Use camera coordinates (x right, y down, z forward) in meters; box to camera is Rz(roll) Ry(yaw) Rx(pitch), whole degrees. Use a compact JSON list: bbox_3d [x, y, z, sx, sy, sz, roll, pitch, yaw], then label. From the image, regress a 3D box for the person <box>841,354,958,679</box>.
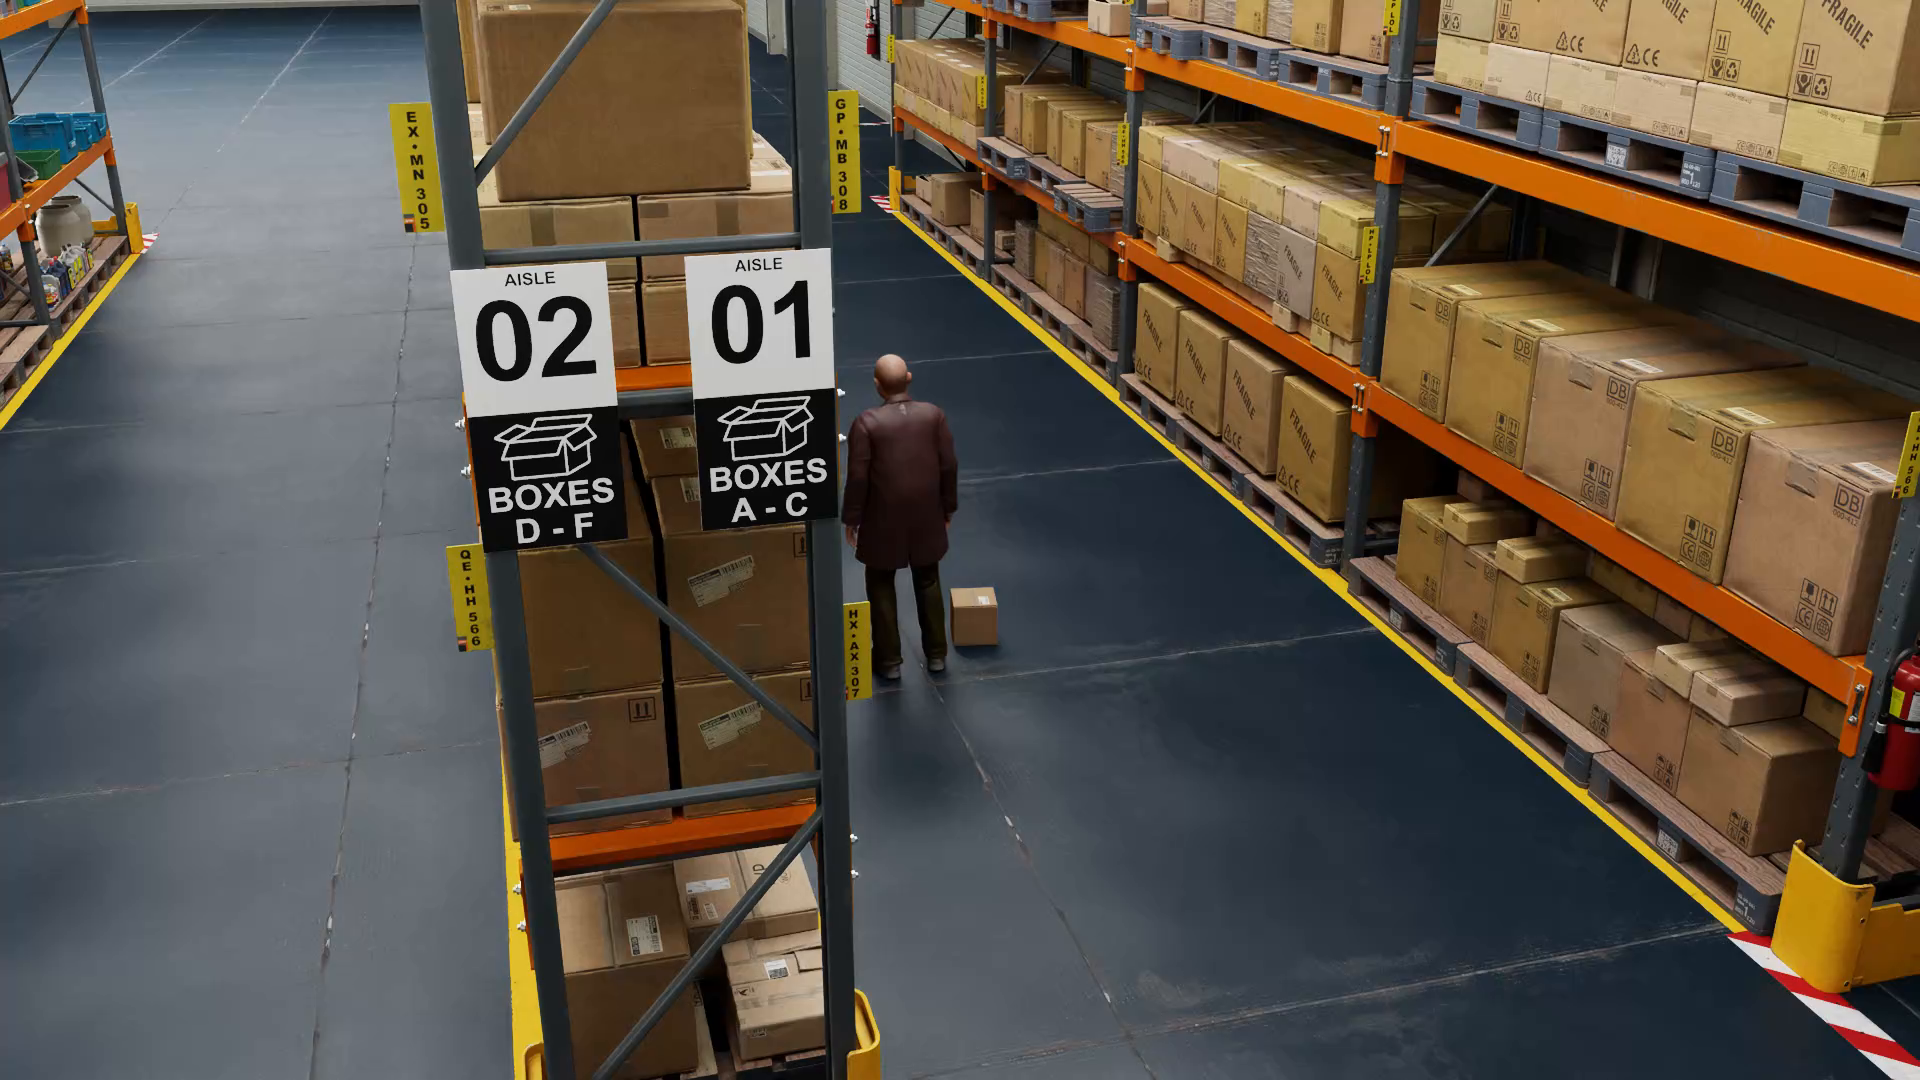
[{"bbox_3d":[-0.319,-0.038,8.940,0.650,1.592,0.421,-8,24,-18],"label":"person"}]
